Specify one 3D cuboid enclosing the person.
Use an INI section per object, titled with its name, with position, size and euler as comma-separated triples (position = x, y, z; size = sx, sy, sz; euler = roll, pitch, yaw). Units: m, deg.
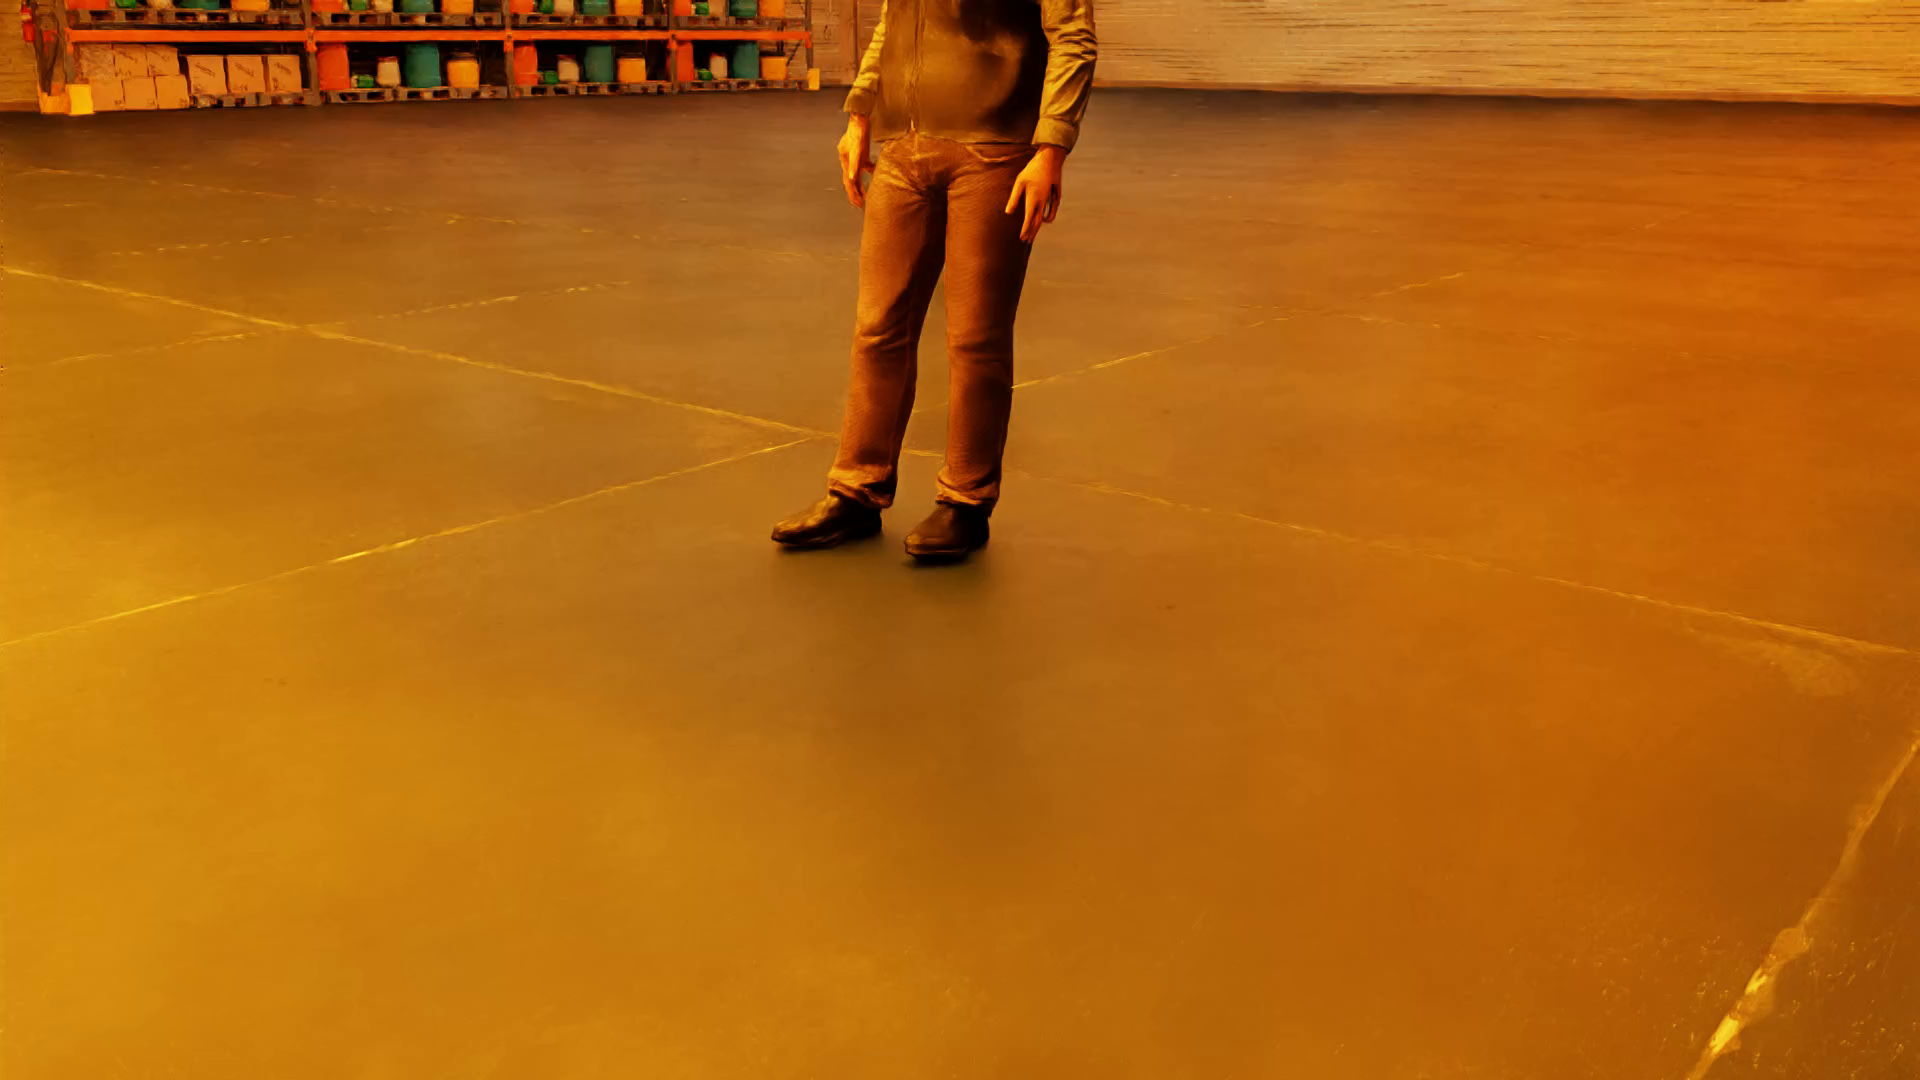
[person]
position = -0.046, -0.818, 3.649
size = 0.632, 1.720, 0.567
euler = 13, 21, 37
